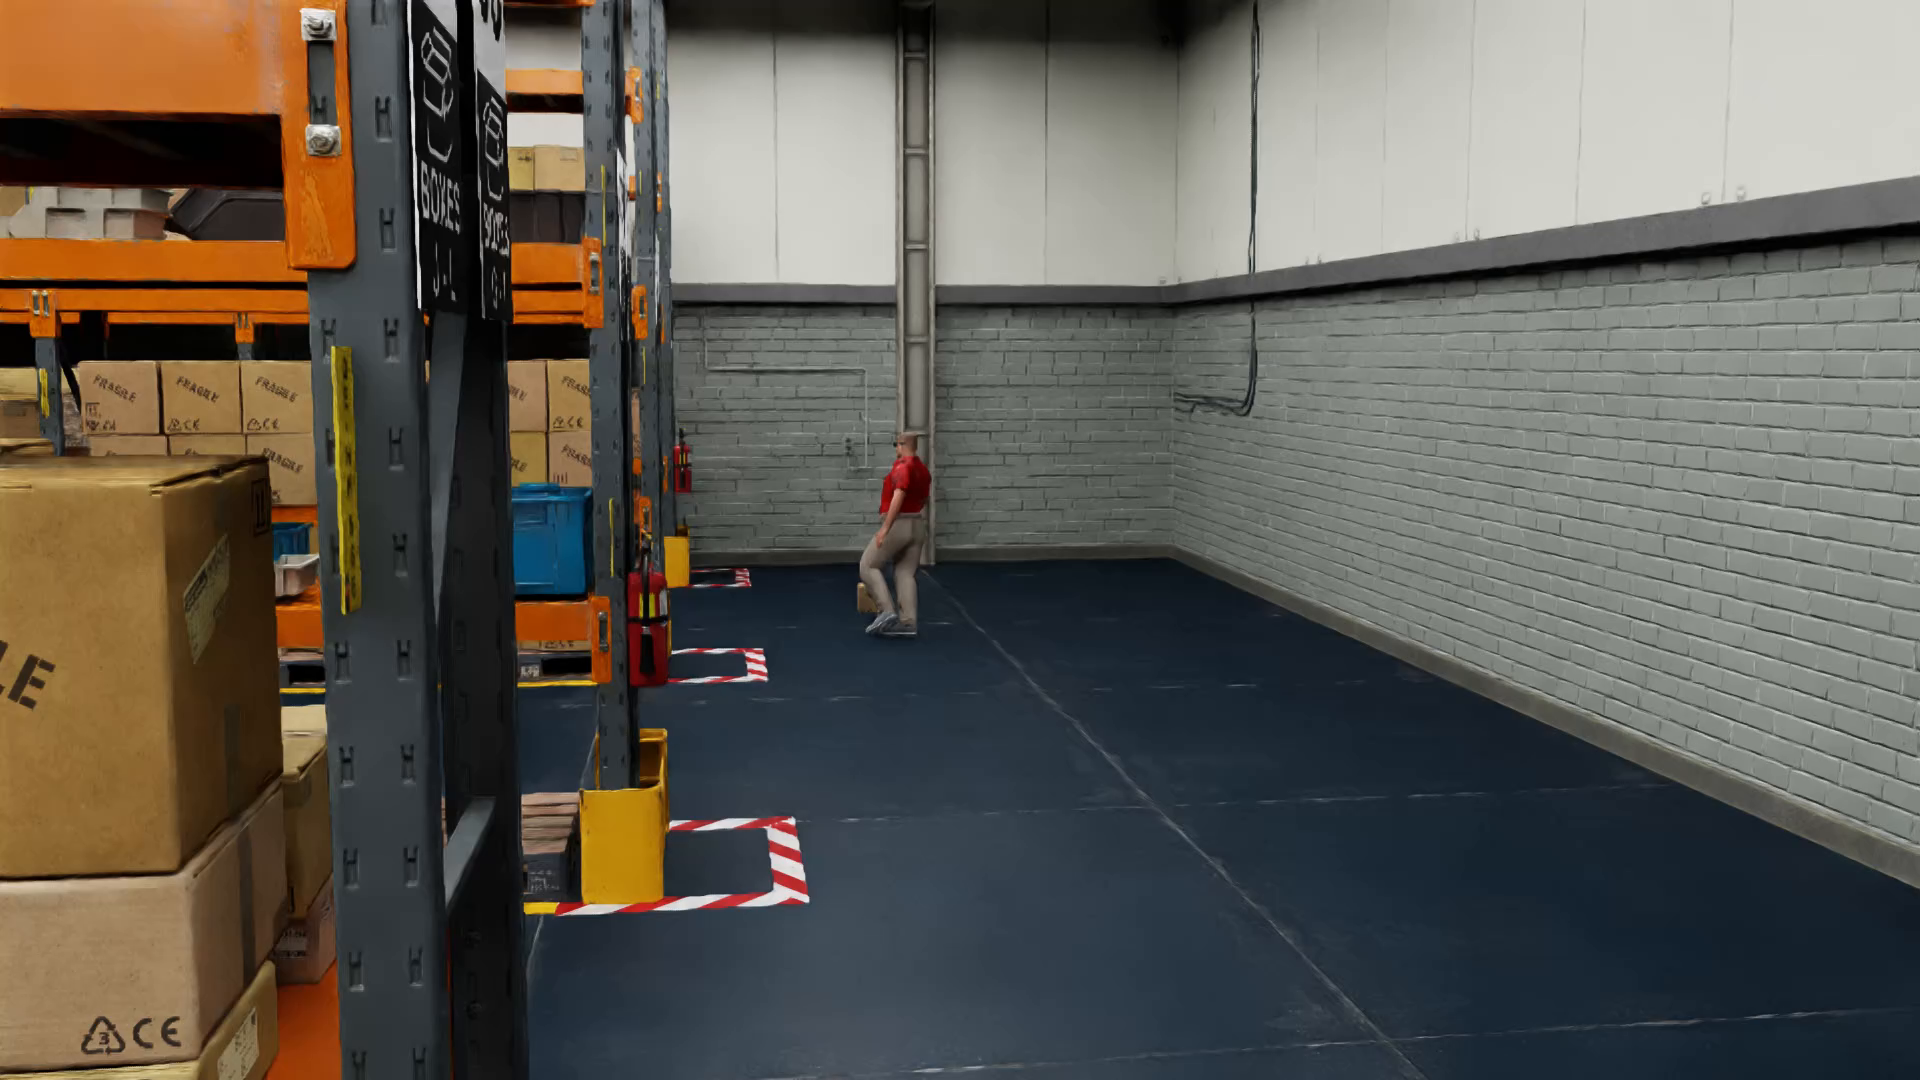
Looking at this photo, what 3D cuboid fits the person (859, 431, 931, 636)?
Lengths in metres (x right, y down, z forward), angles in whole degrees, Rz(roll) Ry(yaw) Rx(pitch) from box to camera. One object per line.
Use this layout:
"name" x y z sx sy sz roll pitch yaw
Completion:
"person" -0.547 -0.062 13.920 0.520 1.693 0.703 4 8 32
